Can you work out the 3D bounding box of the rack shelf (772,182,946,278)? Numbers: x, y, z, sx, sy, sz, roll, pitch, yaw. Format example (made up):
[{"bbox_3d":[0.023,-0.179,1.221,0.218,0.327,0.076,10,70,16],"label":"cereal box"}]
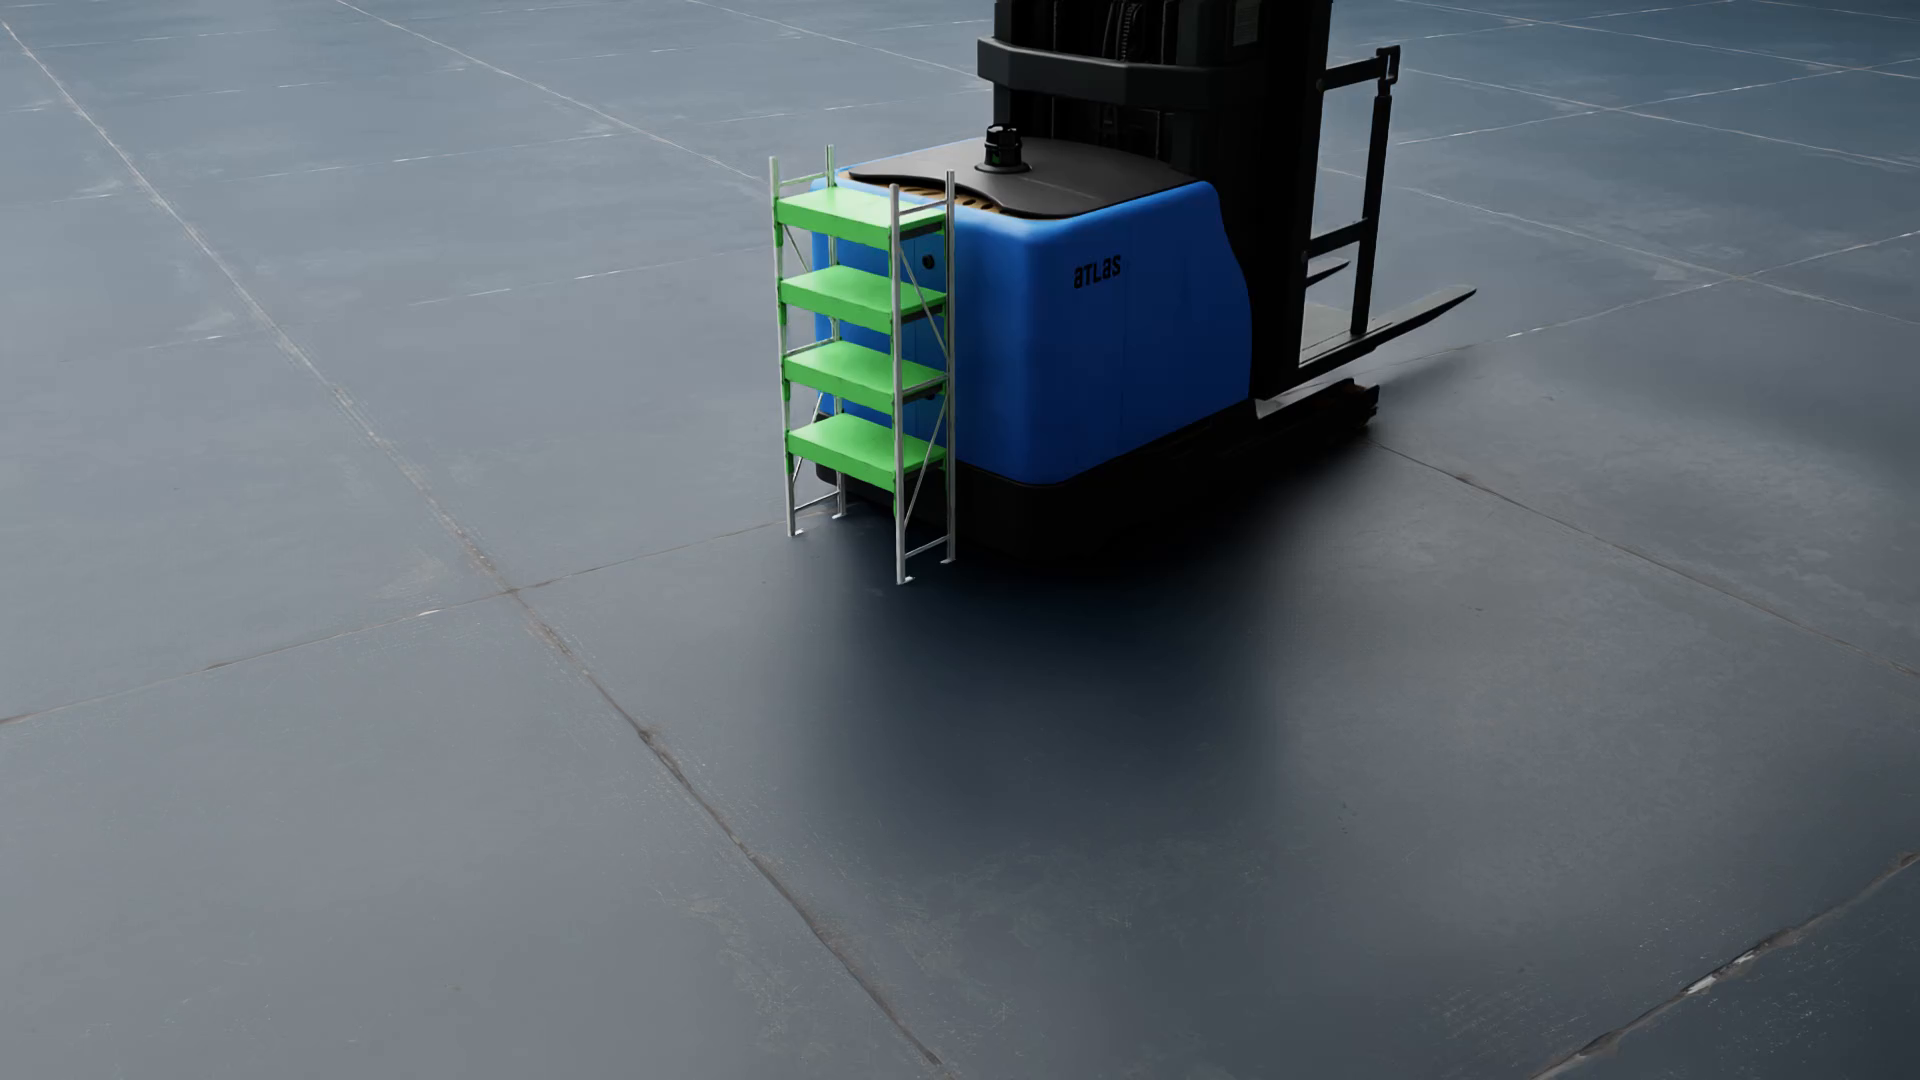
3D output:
[{"bbox_3d":[-0.281,-0.893,4.761,0.480,0.148,0.258,22,33,38],"label":"rack shelf"}]

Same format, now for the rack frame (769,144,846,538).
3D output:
[{"bbox_3d":[-0.459,-0.588,5.090,0.015,1.200,0.240,22,33,38],"label":"rack frame"}]

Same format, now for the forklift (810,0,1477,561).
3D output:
[{"bbox_3d":[0.891,-1.804,5.639,1.130,2.935,3.031,22,33,38],"label":"forklift"}]

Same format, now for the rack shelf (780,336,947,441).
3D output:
[{"bbox_3d":[-0.280,-0.459,4.967,0.480,0.148,0.258,22,33,38],"label":"rack shelf"}]

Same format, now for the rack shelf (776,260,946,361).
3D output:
[{"bbox_3d":[-0.280,-0.676,4.864,0.480,0.148,0.258,22,33,38],"label":"rack shelf"}]

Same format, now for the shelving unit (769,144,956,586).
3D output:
[{"bbox_3d":[-0.280,-0.517,4.939,0.503,1.200,0.258,22,33,38],"label":"shelving unit"}]

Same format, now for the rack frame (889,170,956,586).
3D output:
[{"bbox_3d":[-0.102,-0.446,4.789,0.015,1.200,0.240,22,33,38],"label":"rack frame"}]

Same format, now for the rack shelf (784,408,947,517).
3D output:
[{"bbox_3d":[-0.280,-0.242,5.070,0.480,0.148,0.258,22,33,38],"label":"rack shelf"}]
